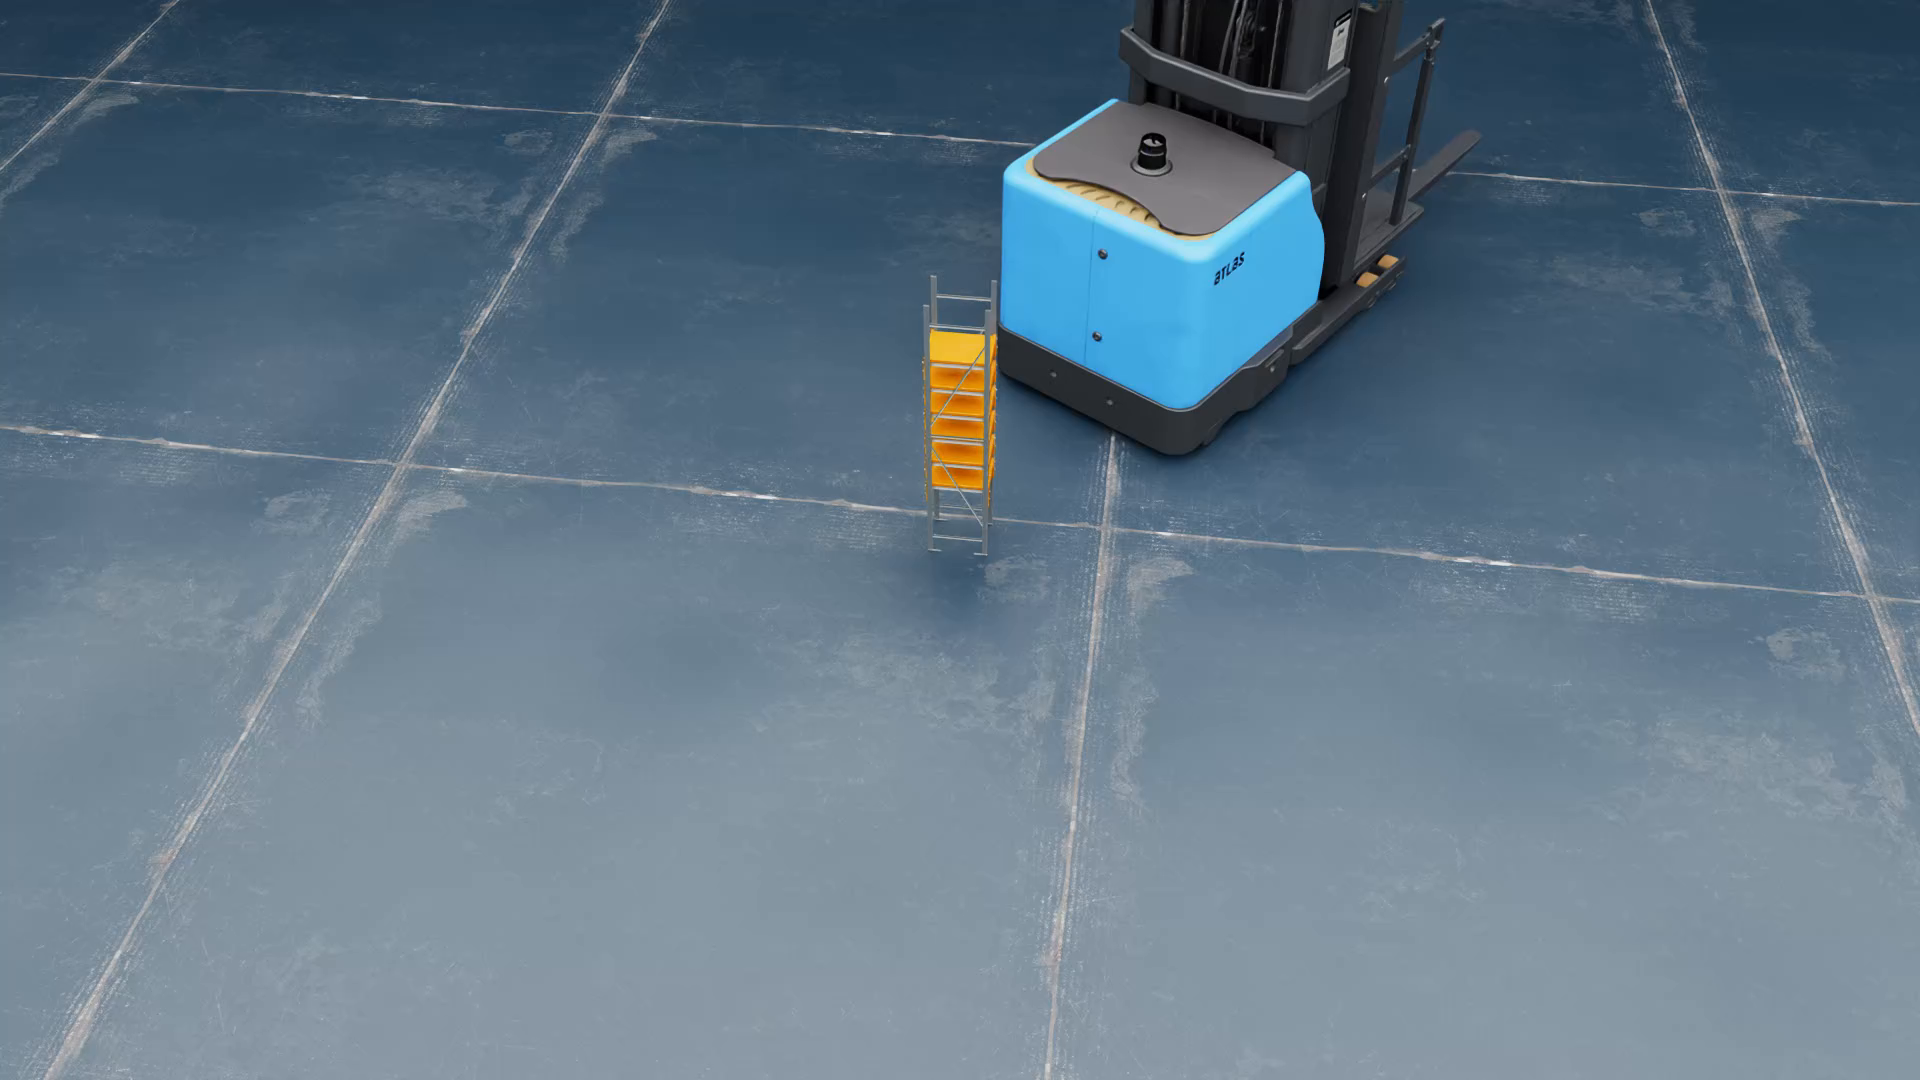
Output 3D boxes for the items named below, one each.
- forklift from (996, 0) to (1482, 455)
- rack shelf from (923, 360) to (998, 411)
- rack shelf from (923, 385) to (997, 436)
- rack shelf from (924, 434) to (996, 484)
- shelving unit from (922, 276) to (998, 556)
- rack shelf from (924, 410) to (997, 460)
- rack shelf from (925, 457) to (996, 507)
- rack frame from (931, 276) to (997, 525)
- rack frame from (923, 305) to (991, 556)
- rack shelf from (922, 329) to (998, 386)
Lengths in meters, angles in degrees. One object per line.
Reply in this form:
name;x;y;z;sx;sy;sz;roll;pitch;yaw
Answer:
forklift;1.492;-2.369;7.120;1.130;2.935;3.031;30;51;28
rack shelf;0.002;-0.588;6.213;0.258;0.103;0.180;5;44;6
rack shelf;0.002;-0.500;6.296;0.258;0.103;0.180;5;44;6
rack shelf;0.002;-0.326;6.461;0.258;0.103;0.180;5;44;6
shelving unit;0.002;-0.446;6.348;0.258;1.200;0.189;5;44;6
rack shelf;0.002;-0.413;6.378;0.258;0.103;0.180;5;44;6
rack shelf;0.002;-0.239;6.543;0.258;0.103;0.180;5;44;6
rack frame;0.014;-0.508;6.414;0.240;1.200;0.006;5;44;6
rack frame;-0.010;-0.383;6.282;0.240;1.200;0.006;5;44;6
rack shelf;0.002;-0.675;6.131;0.258;0.103;0.180;5;44;6
